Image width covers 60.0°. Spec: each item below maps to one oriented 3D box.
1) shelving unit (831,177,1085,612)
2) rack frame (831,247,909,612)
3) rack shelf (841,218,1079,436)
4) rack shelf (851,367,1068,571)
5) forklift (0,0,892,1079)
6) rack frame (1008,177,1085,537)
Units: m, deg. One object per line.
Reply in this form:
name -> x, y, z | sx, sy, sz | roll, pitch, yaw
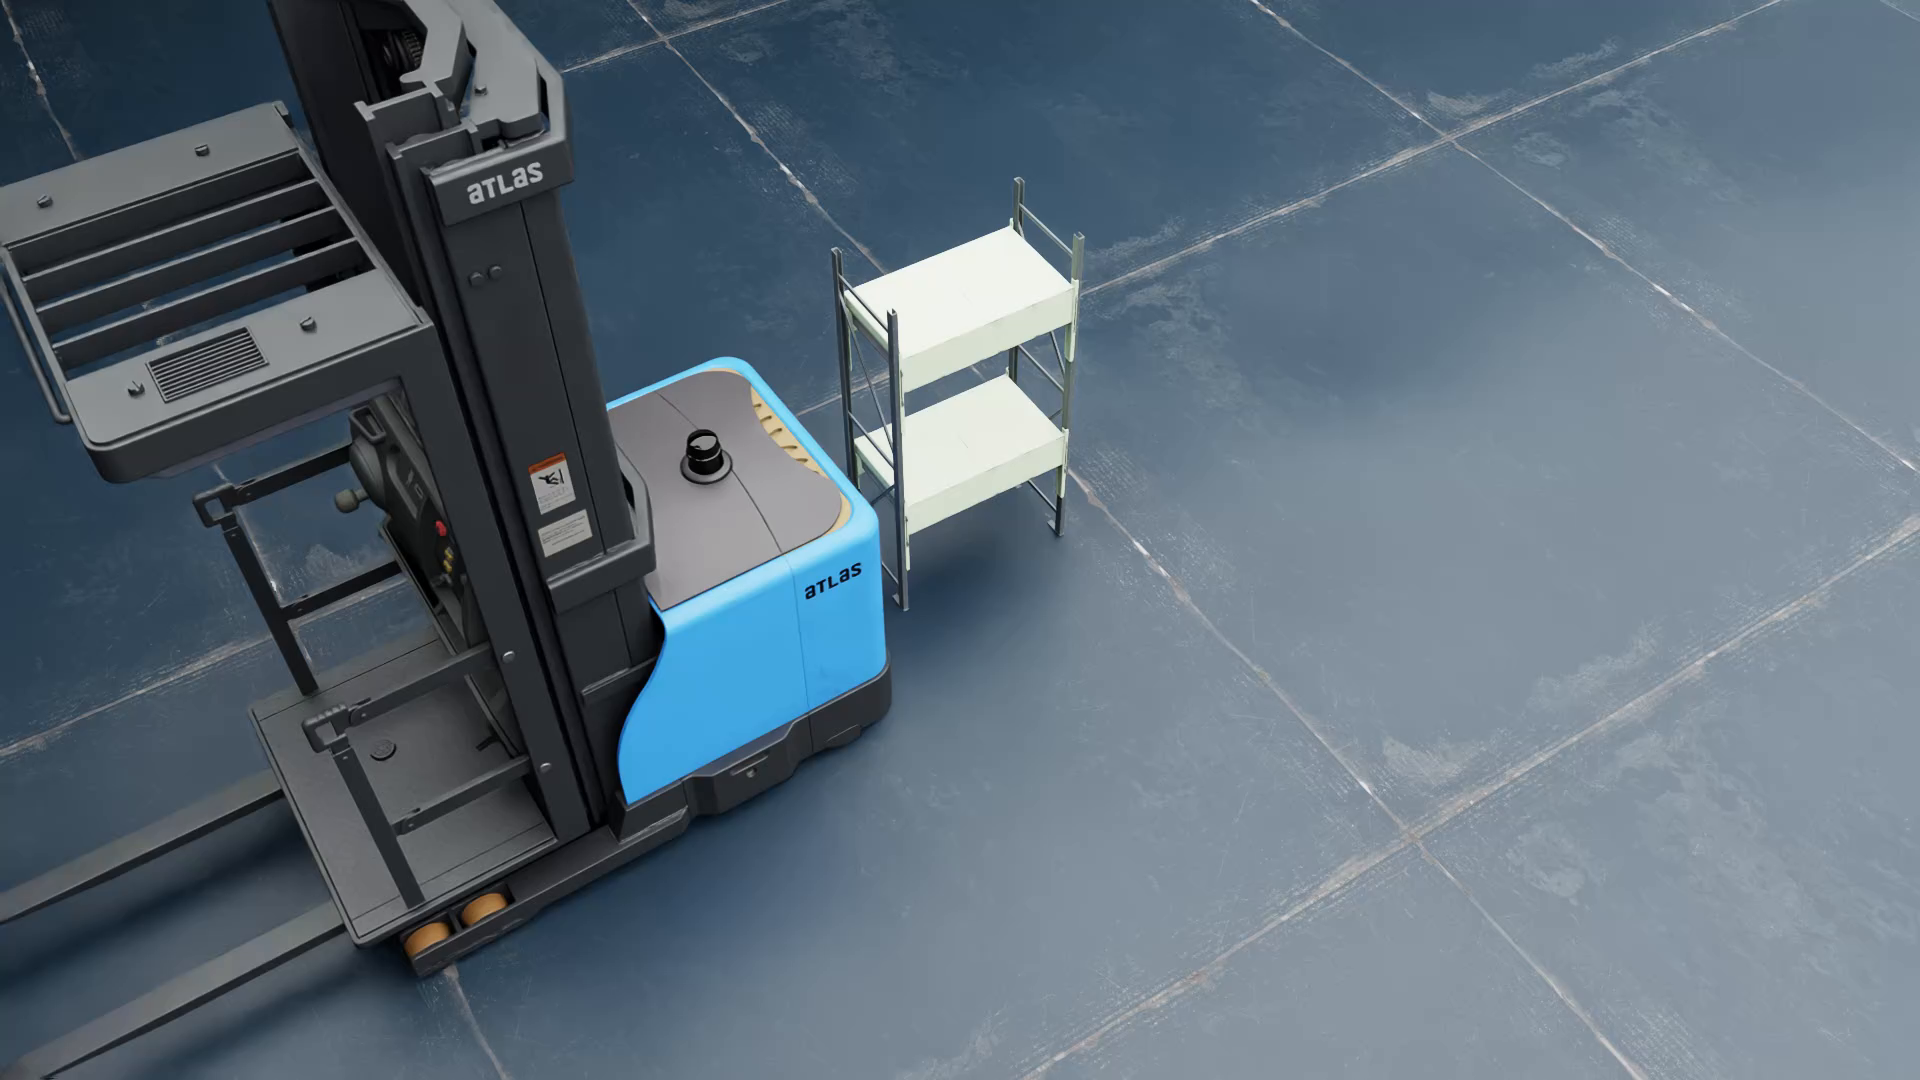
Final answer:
shelving unit -> -0.006, -0.496, 6.133 | 0.755, 1.500, 0.431 | -25, 53, -21
rack frame -> -0.315, -0.350, 6.003 | 0.023, 1.500, 0.400 | -25, 53, -21
rack shelf -> -0.006, -0.756, 5.841 | 0.720, 0.370, 0.431 | -25, 53, -21
rack shelf -> -0.006, -0.279, 6.376 | 0.720, 0.370, 0.431 | -25, 53, -21
forklift -> -1.759, -0.022, 4.752 | 3.031, 2.935, 1.130 | -26, 53, -22
rack frame -> 0.304, -0.642, 6.263 | 0.023, 1.500, 0.400 | -25, 53, -21
